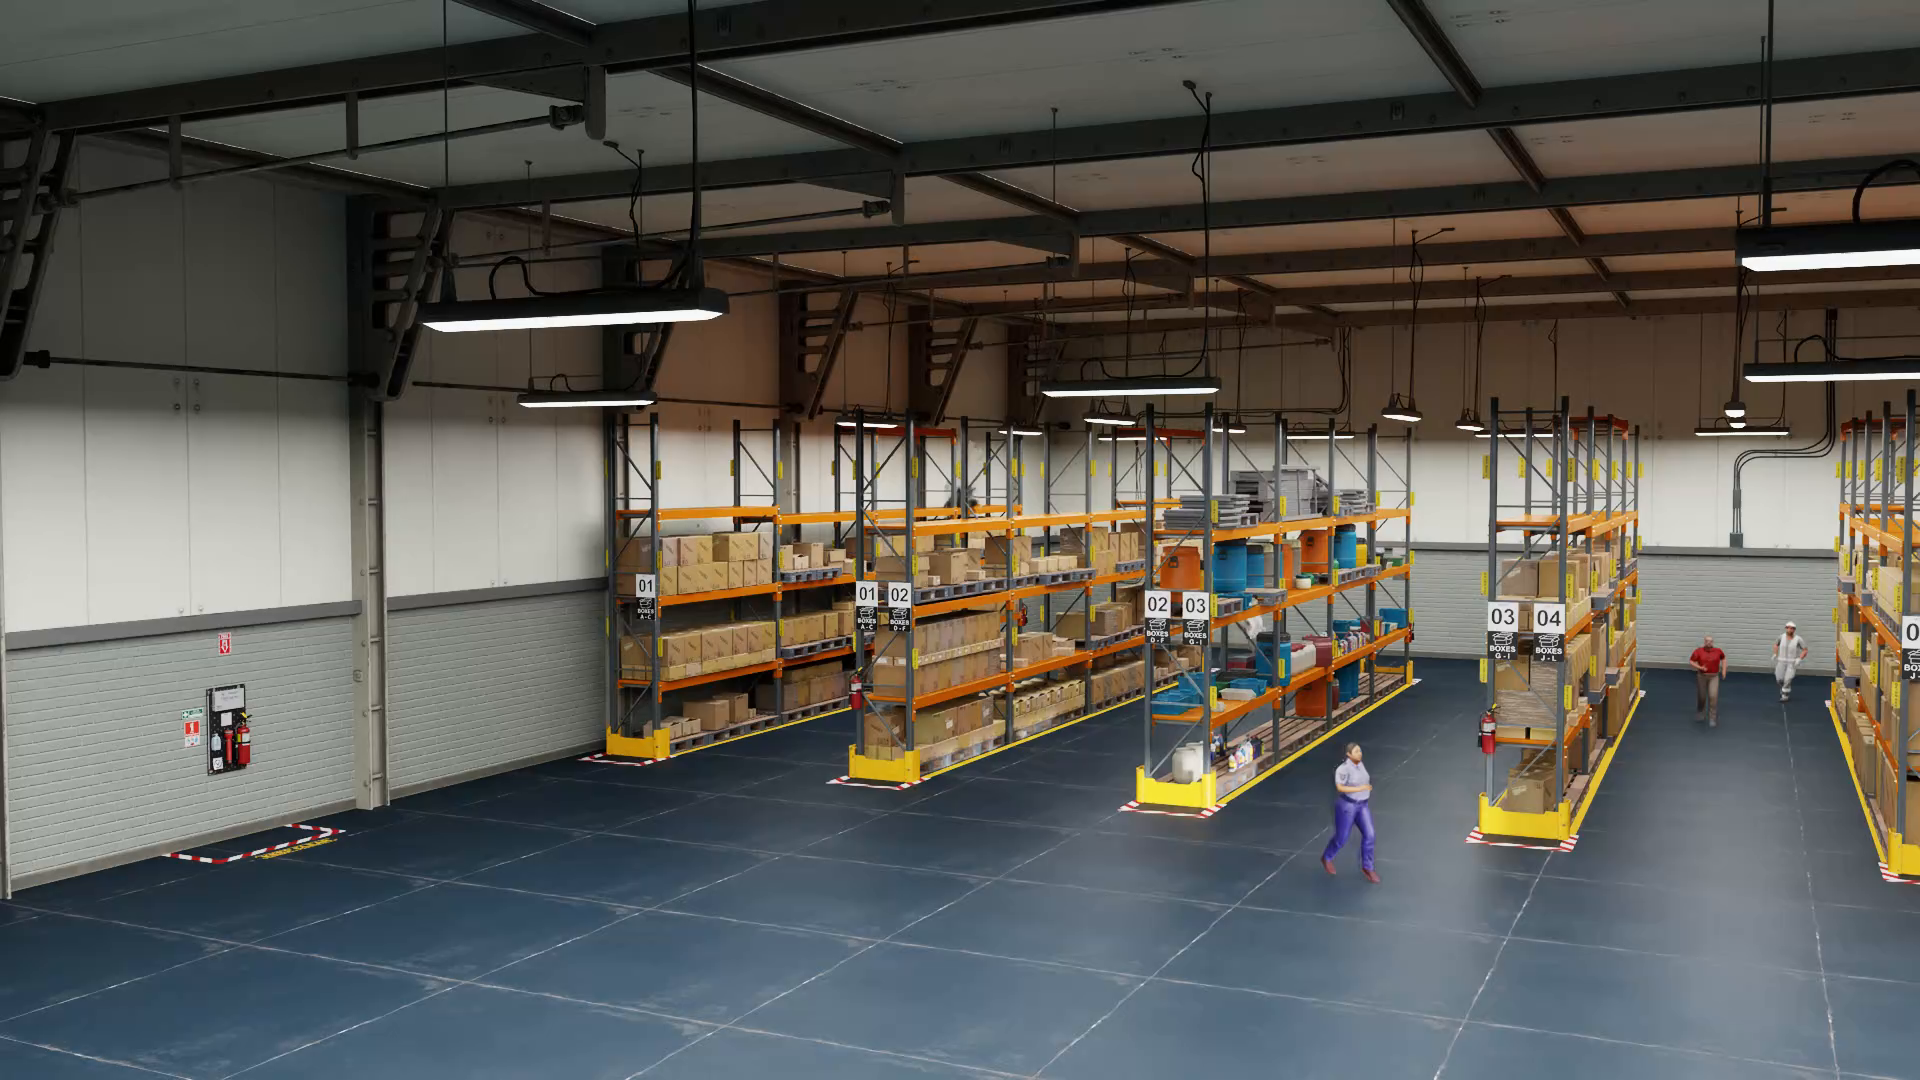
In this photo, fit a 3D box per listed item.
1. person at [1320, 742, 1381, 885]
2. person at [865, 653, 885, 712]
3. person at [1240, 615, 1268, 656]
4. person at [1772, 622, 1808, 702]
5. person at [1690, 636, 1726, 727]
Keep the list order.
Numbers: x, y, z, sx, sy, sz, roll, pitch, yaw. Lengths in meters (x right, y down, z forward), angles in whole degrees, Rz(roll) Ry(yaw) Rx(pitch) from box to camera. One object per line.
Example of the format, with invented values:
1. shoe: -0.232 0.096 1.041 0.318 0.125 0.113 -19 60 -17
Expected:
1. person: 4.760 3.315 20.337 0.598 1.699 0.809 -2 3 -35
2. person: -1.463 2.889 30.725 0.577 1.669 0.895 1 3 25
3. person: 7.271 2.416 41.119 0.740 1.735 0.831 -1 3 -26
4. person: 17.920 2.635 35.879 0.700 1.744 0.598 2 3 45
5. person: 14.754 2.763 32.802 0.683 1.762 0.872 1 3 18
